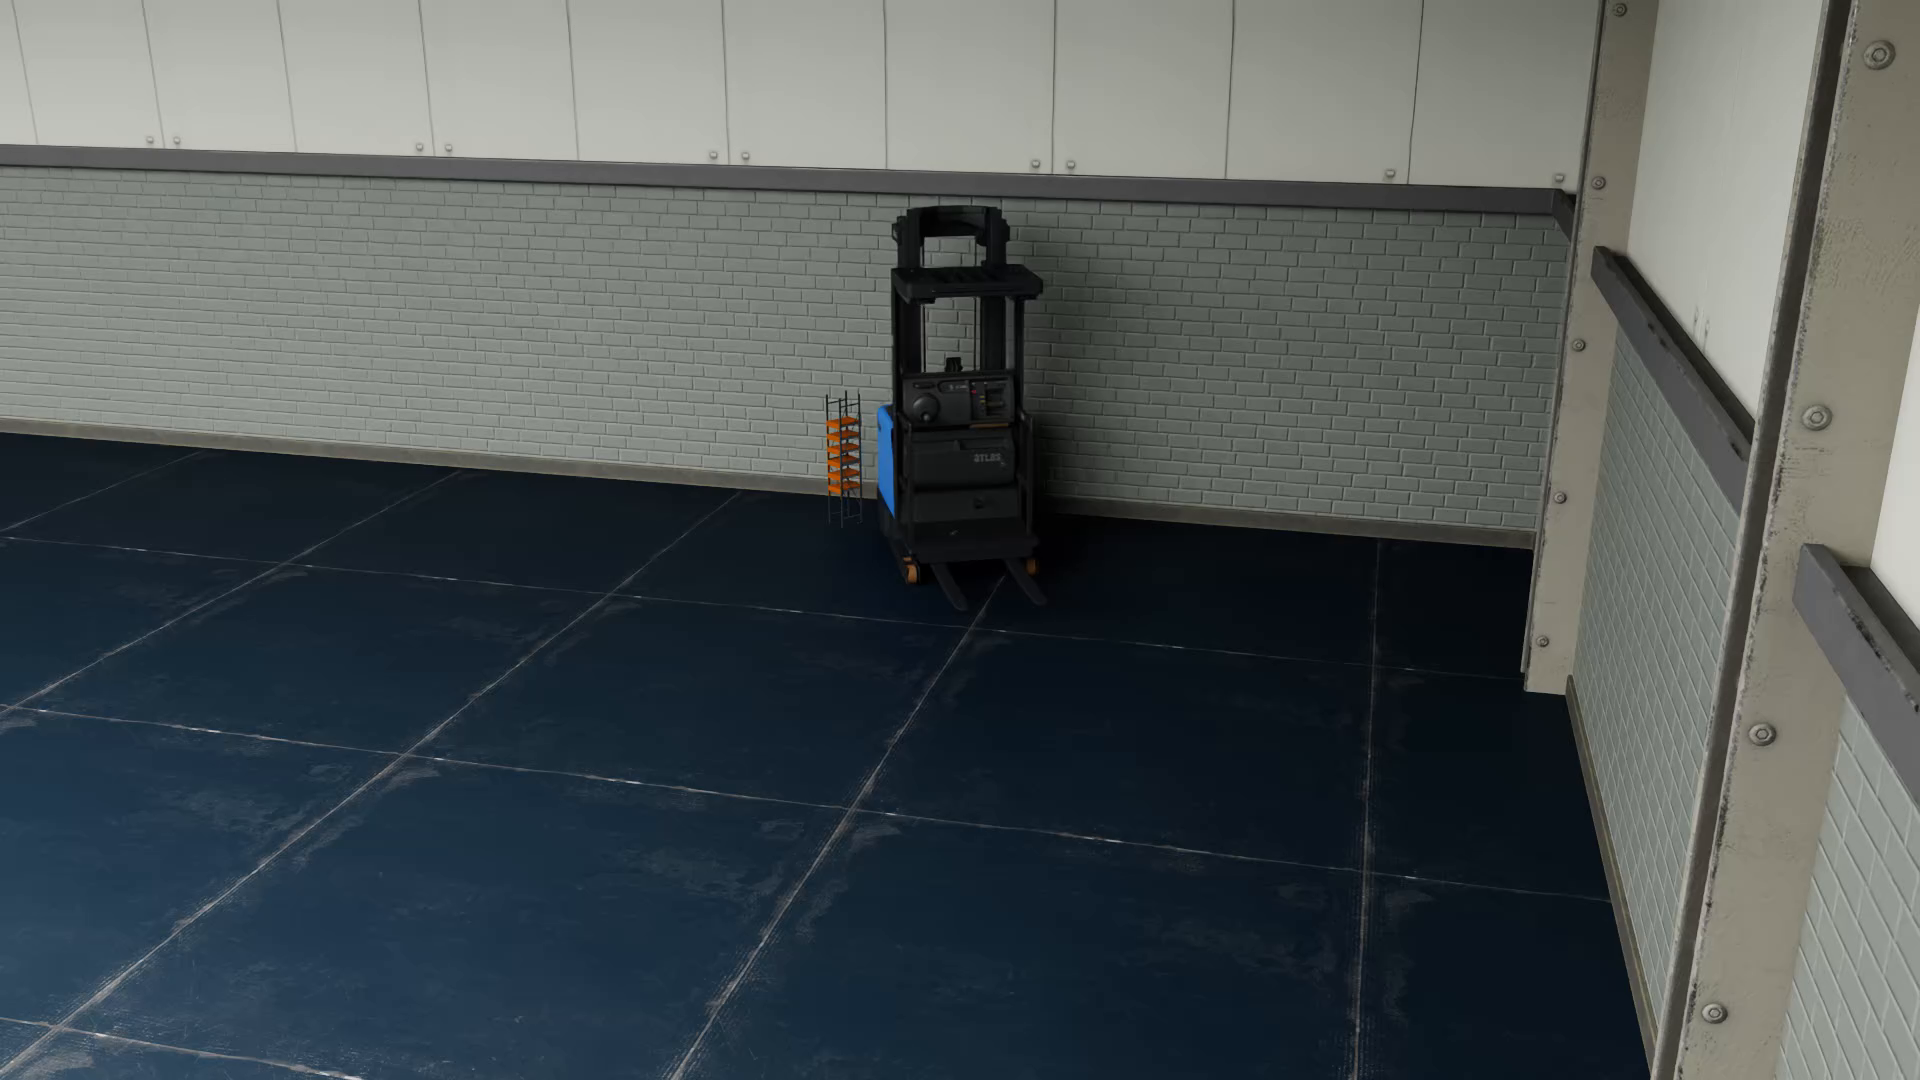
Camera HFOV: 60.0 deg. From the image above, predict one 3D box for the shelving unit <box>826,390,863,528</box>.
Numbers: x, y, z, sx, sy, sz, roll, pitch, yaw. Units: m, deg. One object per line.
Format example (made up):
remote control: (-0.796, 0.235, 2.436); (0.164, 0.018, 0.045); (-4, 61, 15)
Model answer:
shelving unit: (-1.040, -0.725, 14.955); (0.258, 1.200, 0.189); (-17, 25, -40)

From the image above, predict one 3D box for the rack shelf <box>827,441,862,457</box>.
rack shelf: (-1.040, -0.797, 14.931); (0.258, 0.103, 0.180); (-17, 25, -40)

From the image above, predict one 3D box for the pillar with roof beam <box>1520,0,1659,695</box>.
pillar with roof beam: (-0.039, -3.595, 11.291); (9.100, 9.000, 0.400); (5, 19, 13)

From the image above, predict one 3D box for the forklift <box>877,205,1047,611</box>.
forklift: (0.034, -1.152, 13.525); (1.130, 2.935, 3.031); (-4, 19, -11)

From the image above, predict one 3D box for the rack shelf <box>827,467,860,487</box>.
rack shelf: (-1.040, -0.570, 15.008); (0.258, 0.103, 0.180); (-17, 25, -40)

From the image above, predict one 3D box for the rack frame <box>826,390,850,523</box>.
rack frame: (-1.102, -0.747, 15.019); (0.240, 1.200, 0.006); (-17, 25, -40)

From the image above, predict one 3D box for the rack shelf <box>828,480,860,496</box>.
rack shelf: (-1.040, -0.456, 15.047); (0.258, 0.103, 0.180); (-17, 25, -40)

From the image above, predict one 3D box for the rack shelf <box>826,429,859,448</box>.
rack shelf: (-1.040, -0.911, 14.892); (0.258, 0.103, 0.180); (-17, 25, -40)

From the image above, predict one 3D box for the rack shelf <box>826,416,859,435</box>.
rack shelf: (-1.040, -1.024, 14.853); (0.258, 0.103, 0.180); (-17, 25, -40)

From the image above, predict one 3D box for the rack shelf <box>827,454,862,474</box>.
rack shelf: (-1.040, -0.683, 14.970); (0.258, 0.103, 0.180); (-17, 25, -40)

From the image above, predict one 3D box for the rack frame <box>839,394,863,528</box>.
rack frame: (-0.978, -0.704, 14.892); (0.240, 1.200, 0.006); (-17, 25, -40)
